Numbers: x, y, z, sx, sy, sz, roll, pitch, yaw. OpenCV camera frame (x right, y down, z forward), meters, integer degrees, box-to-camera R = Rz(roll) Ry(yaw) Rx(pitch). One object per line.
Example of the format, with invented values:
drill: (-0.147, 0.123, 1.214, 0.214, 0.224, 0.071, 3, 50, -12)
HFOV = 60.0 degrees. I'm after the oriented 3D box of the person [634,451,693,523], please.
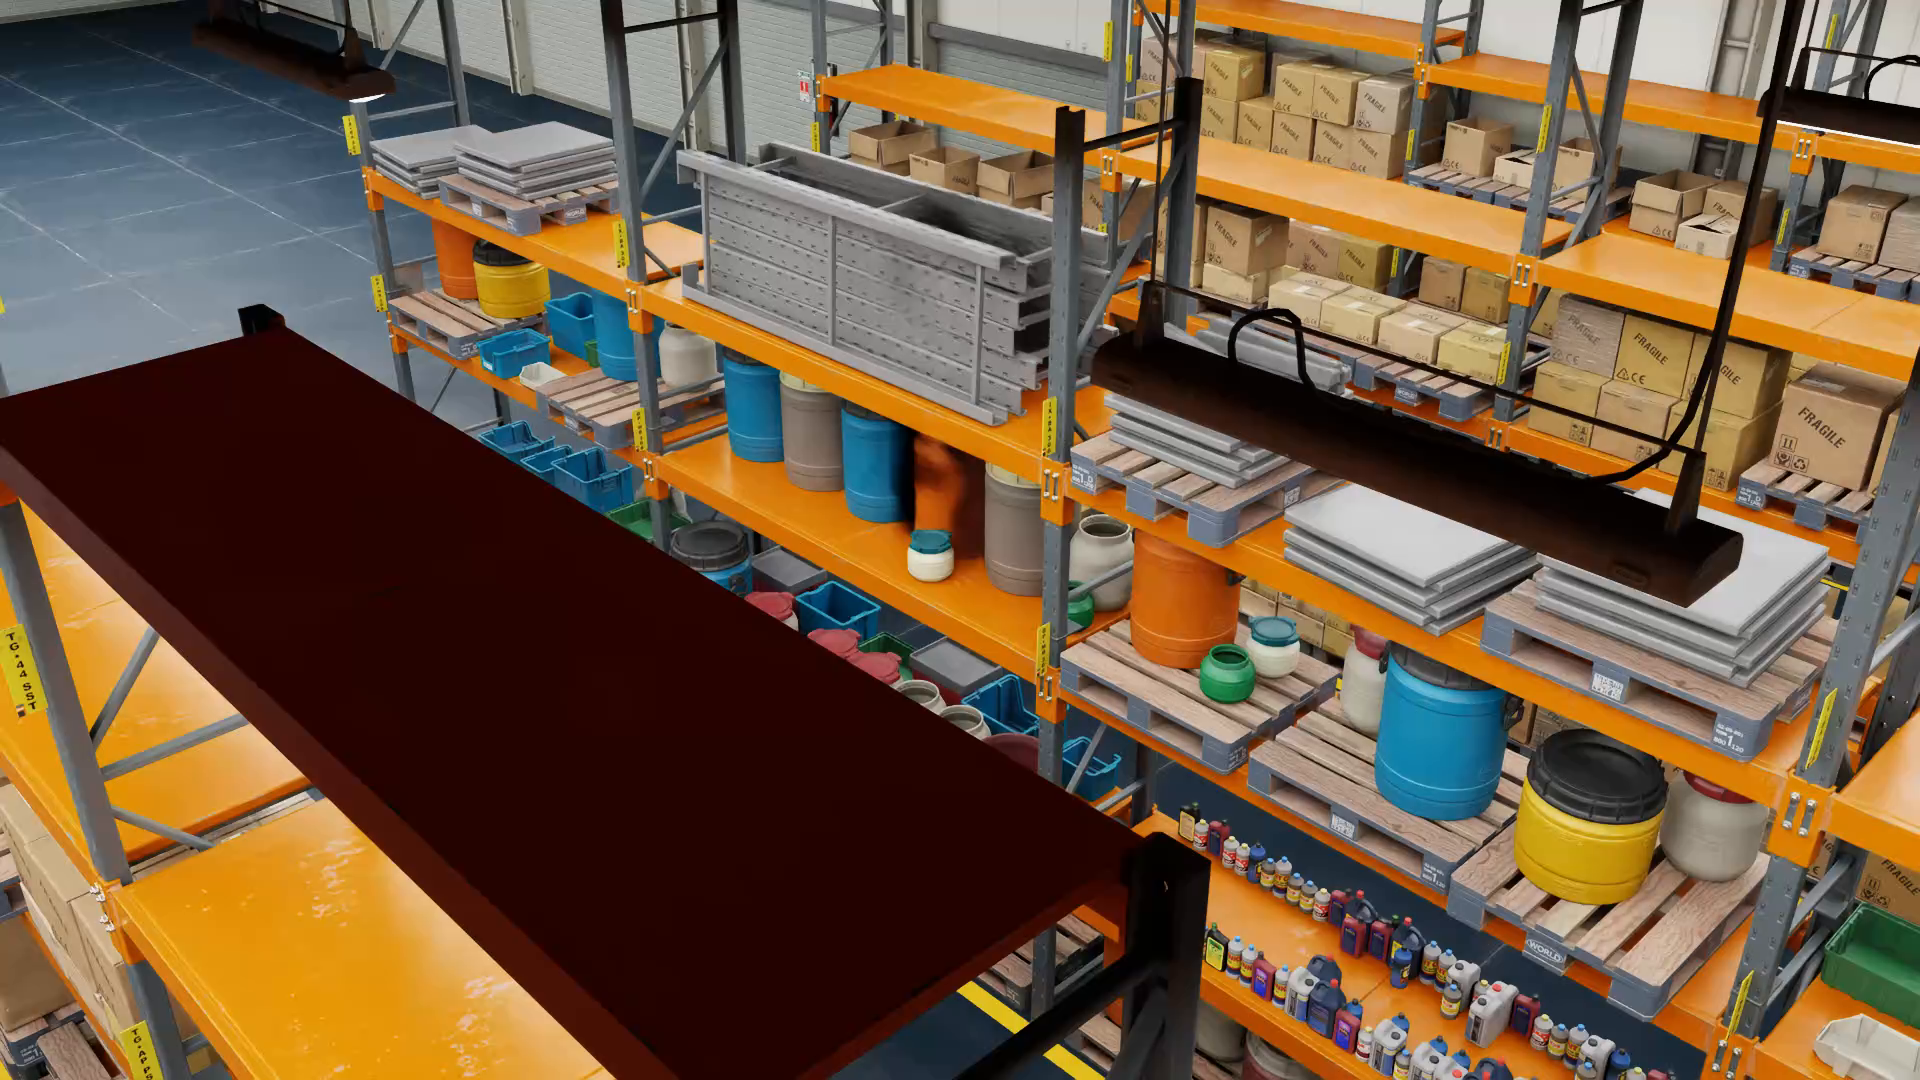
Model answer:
person: (-2.880, -0.536, 16.134, 0.920, 1.612, 0.506, 18, 33, 30)
